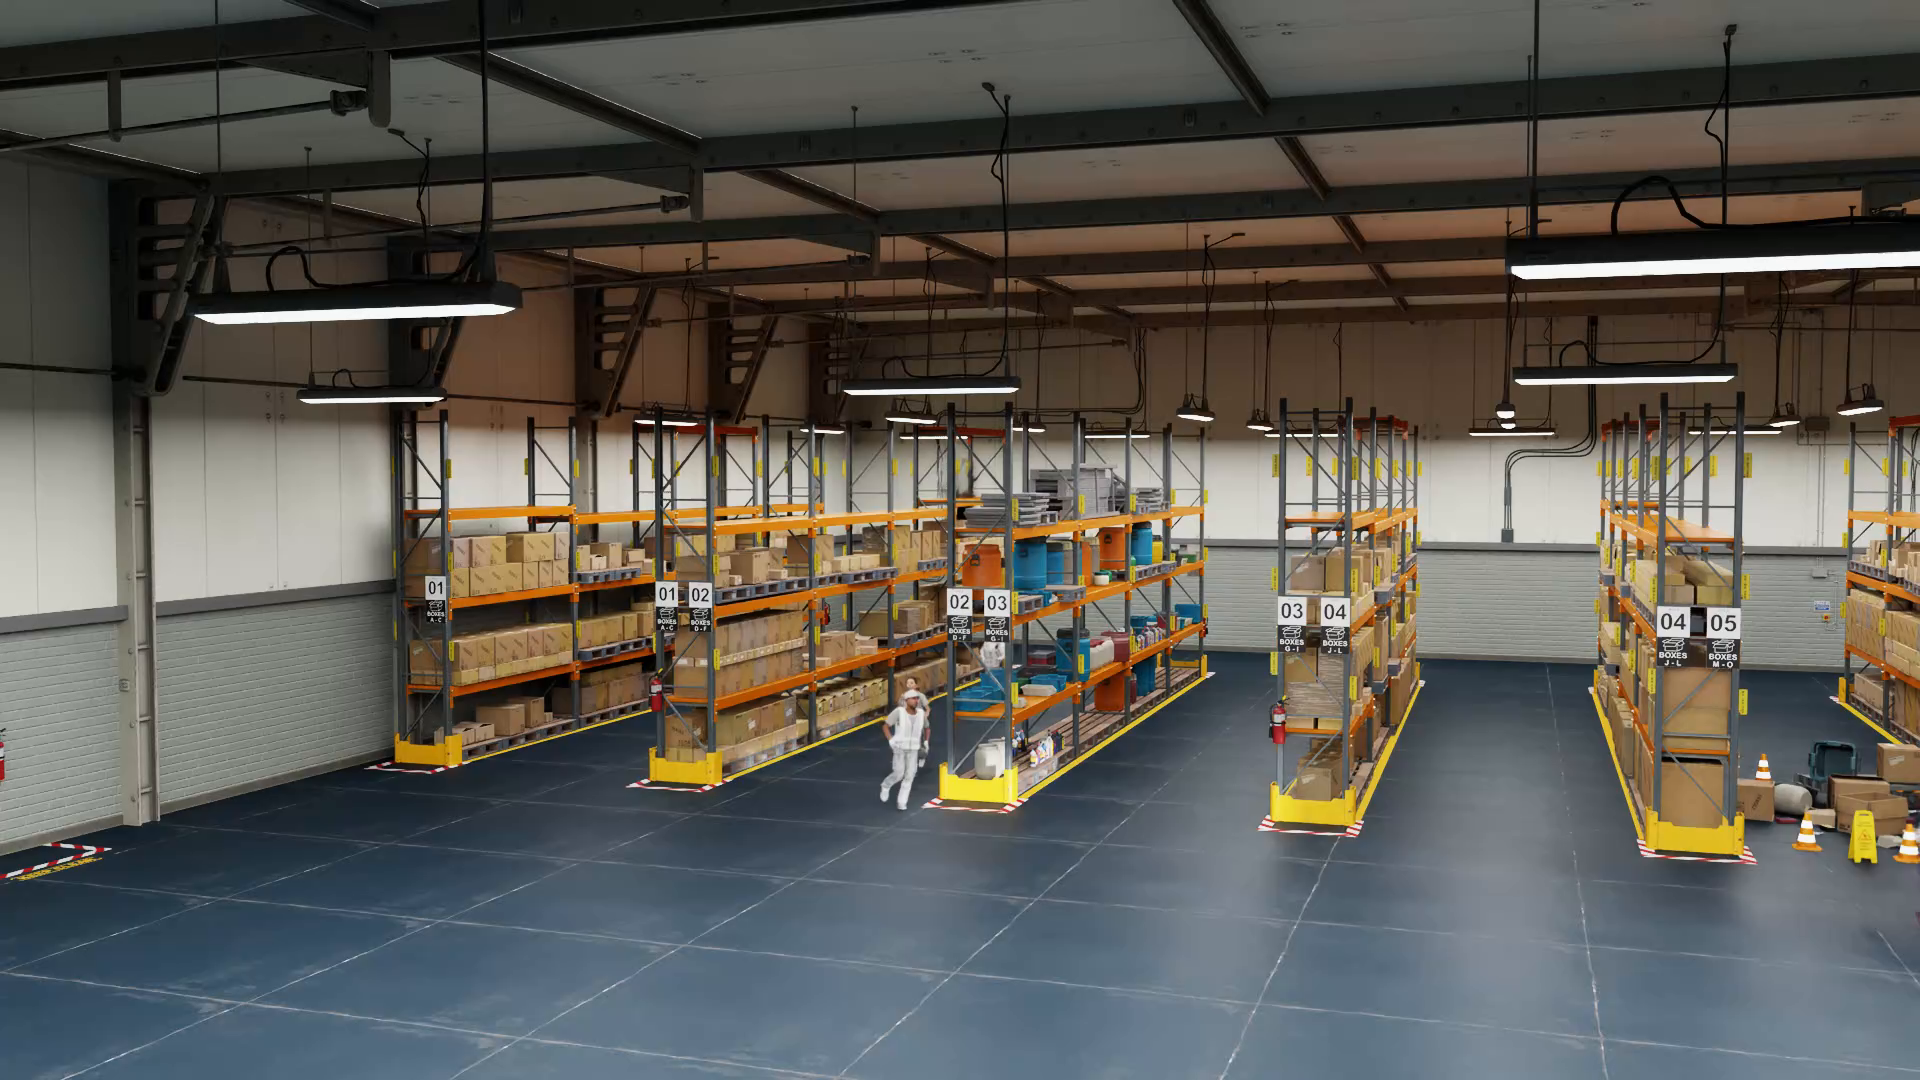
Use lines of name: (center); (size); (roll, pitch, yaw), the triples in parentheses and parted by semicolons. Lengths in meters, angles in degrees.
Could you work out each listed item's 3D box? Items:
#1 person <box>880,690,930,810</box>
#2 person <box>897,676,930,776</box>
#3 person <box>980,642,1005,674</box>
person: (-0.773, 3.084, 24.619); (0.743, 1.731, 0.661); (-1, 3, -25)
person: (-0.756, 3.026, 27.104); (0.583, 1.640, 0.702); (1, 3, 21)
person: (0.688, 2.654, 34.597); (0.616, 1.678, 0.926); (1, 3, 13)
